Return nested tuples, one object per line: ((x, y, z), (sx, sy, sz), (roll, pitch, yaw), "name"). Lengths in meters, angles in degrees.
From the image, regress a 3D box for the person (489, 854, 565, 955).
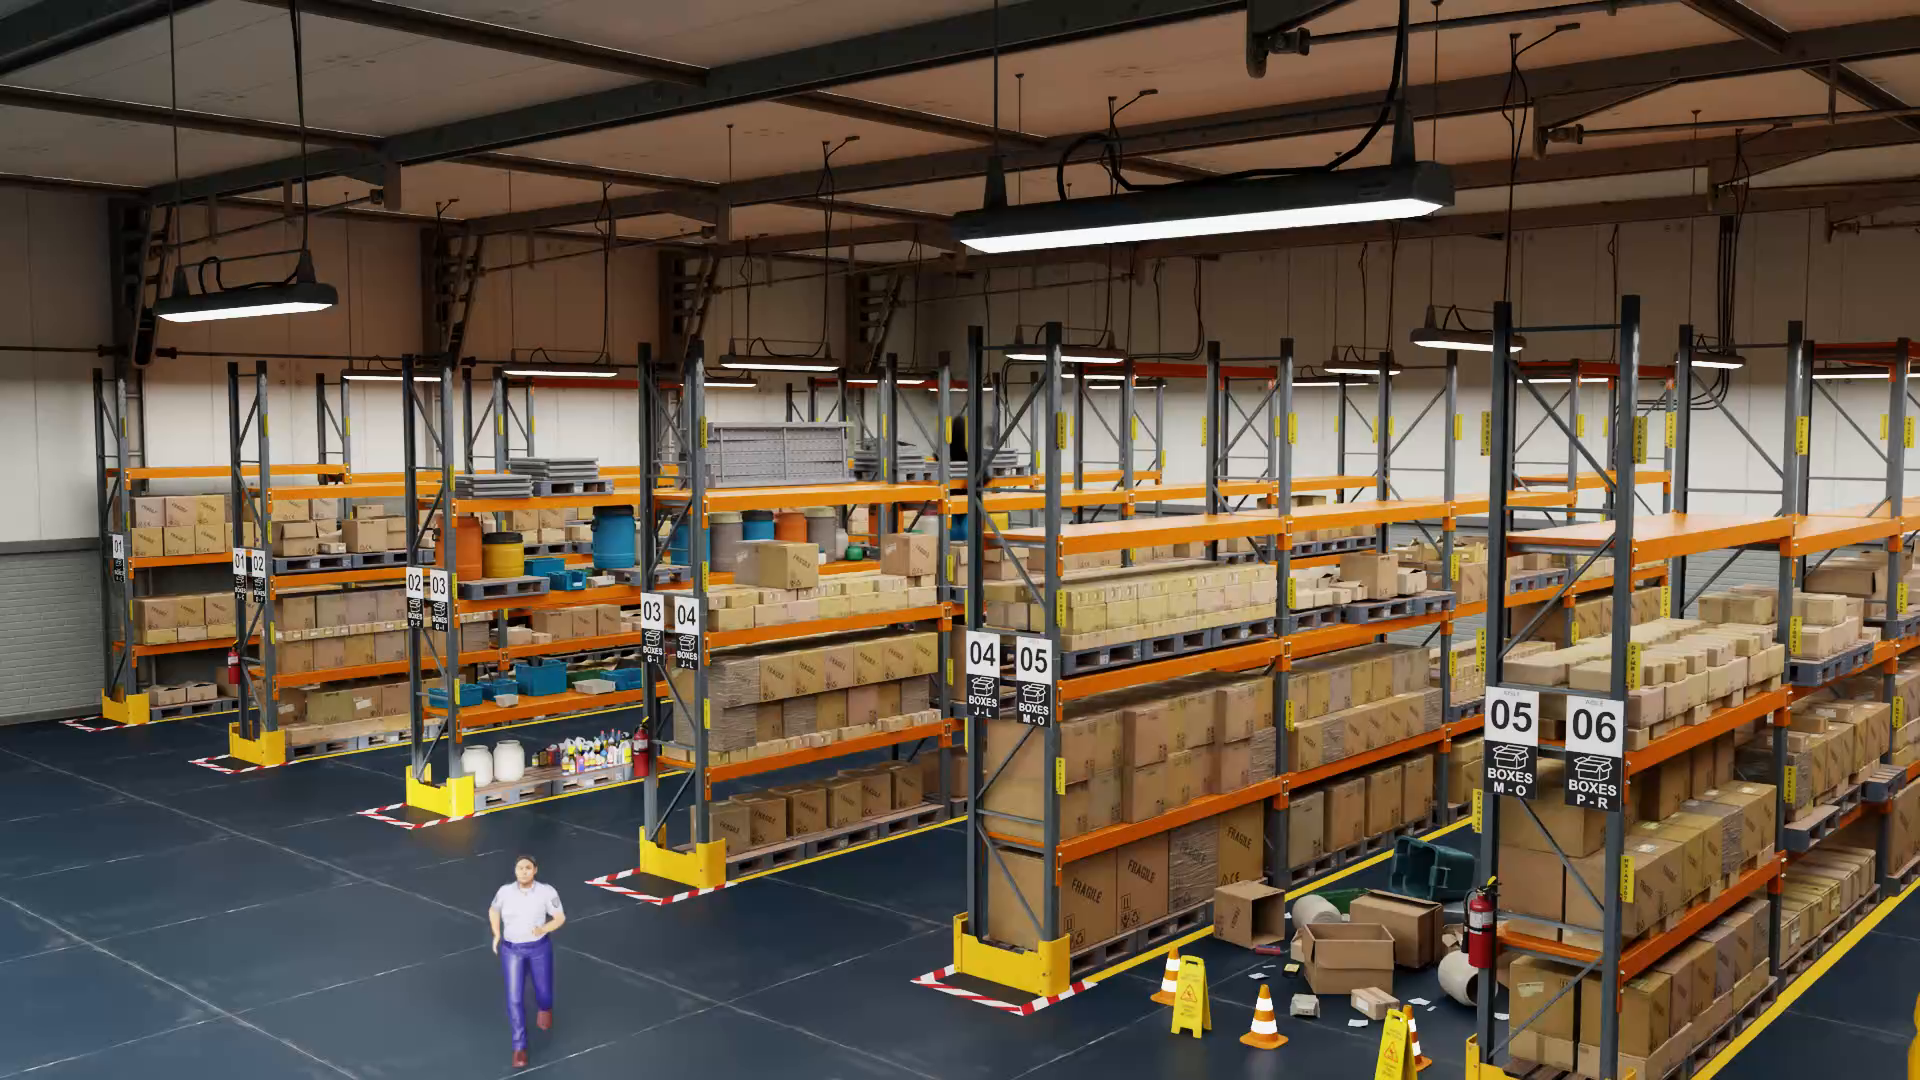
((-3.514, 2.941, 13.431), (0.619, 0.775, 0.532), (-1, 4, -10), "person")
